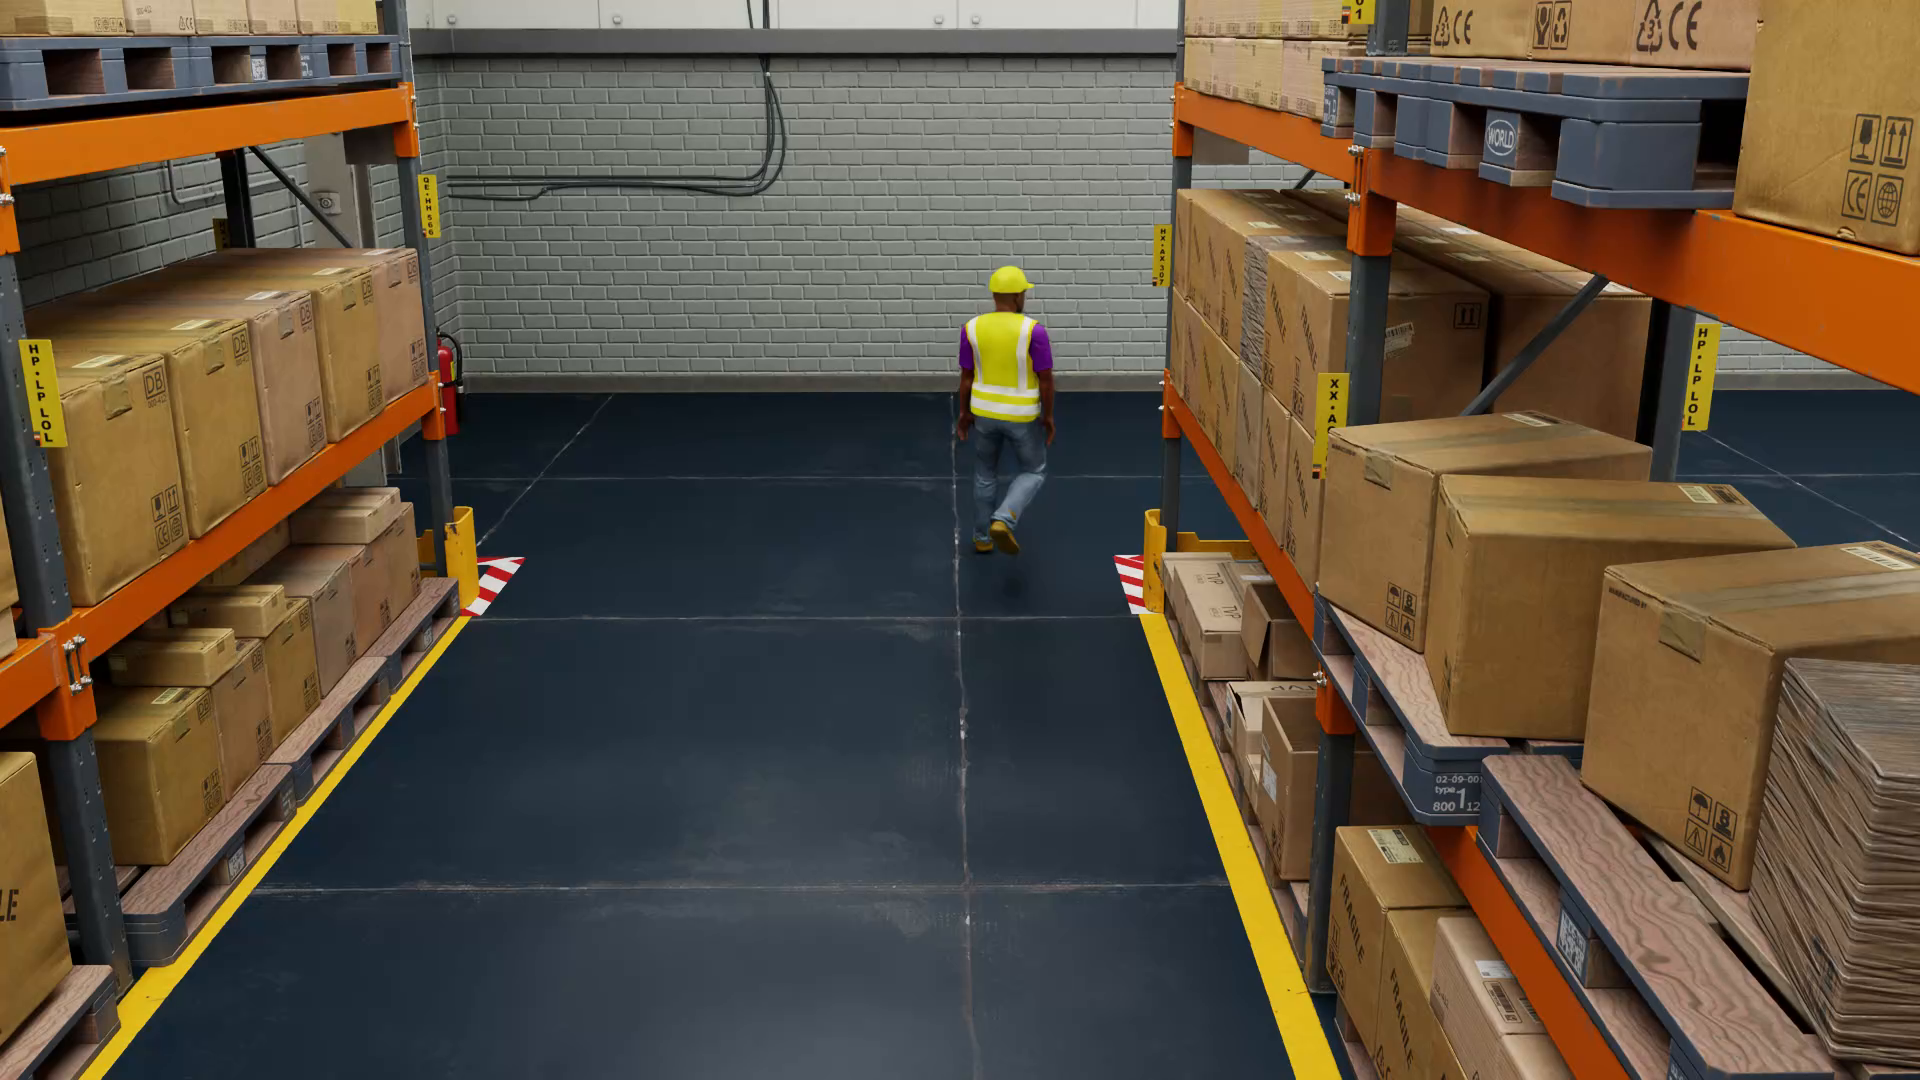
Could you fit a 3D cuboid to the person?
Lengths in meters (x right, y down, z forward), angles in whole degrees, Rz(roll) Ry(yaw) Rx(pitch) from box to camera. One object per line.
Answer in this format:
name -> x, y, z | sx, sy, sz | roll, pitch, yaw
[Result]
person -> 0.266, -0.743, 9.882 | 0.617, 1.754, 0.655 | 5, 18, 17
